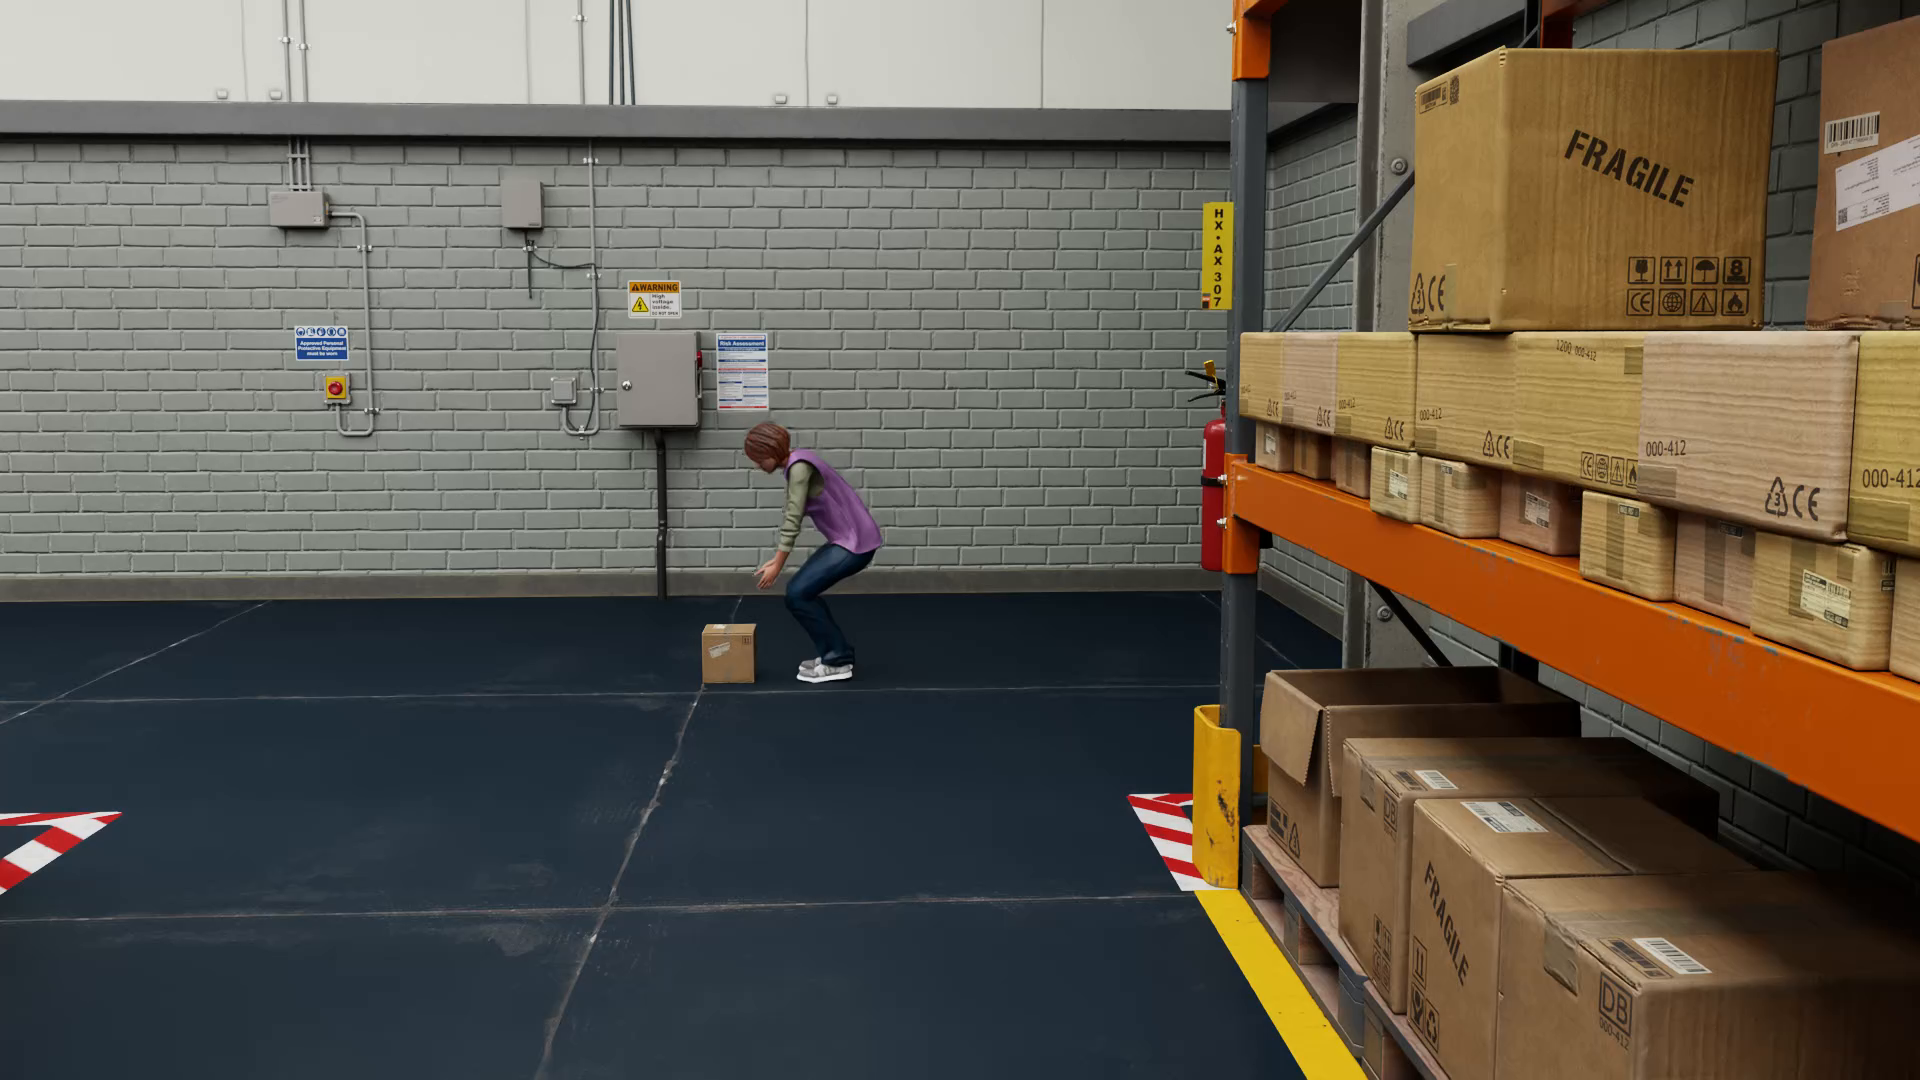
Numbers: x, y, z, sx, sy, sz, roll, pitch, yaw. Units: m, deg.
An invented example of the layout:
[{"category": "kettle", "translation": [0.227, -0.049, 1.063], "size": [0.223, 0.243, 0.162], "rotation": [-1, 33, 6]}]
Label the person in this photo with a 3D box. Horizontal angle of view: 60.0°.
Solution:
[{"category": "person", "translation": [-0.712, 0.059, 8.175], "size": [0.673, 1.270, 0.463], "rotation": [0, 7, -4]}]
